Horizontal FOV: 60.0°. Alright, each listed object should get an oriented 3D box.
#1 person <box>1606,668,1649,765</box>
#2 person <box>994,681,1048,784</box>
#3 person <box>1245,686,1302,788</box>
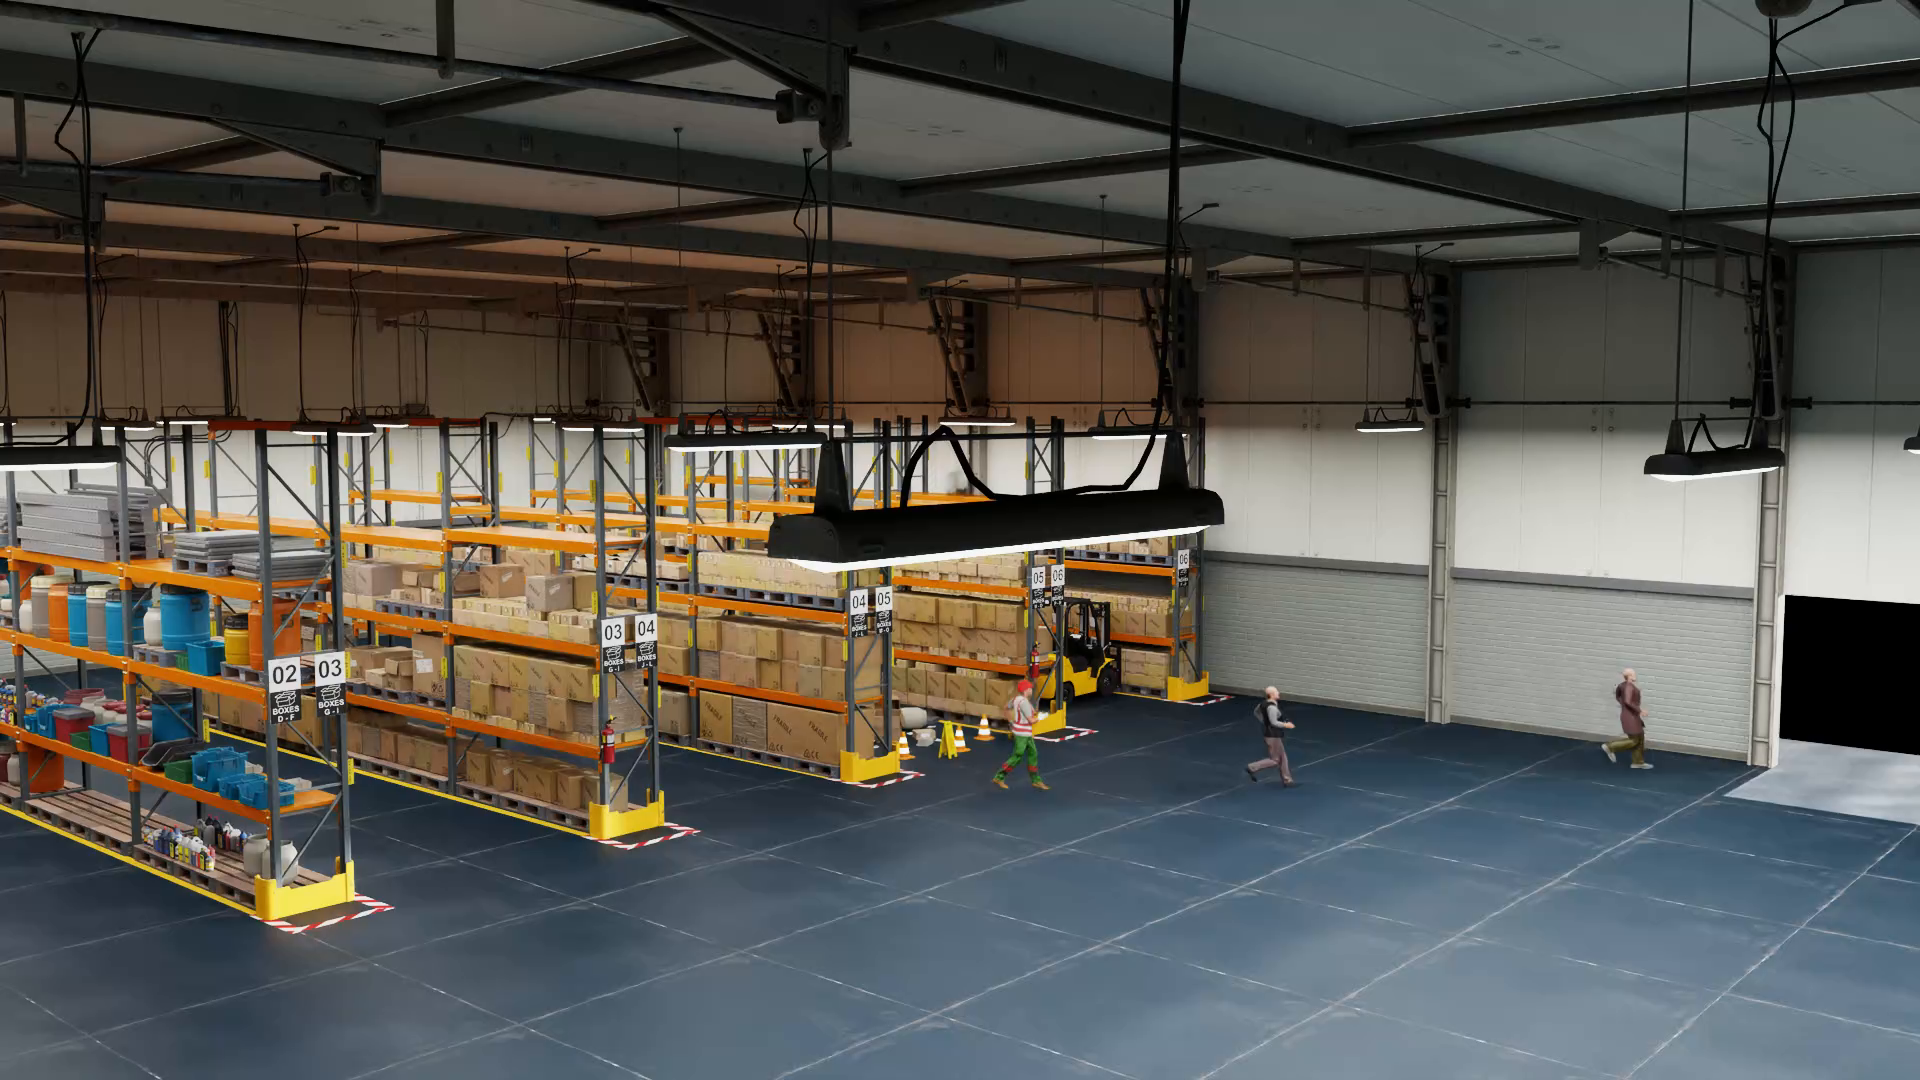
[{"bbox_3d":[11.486,3.036,28.649,0.673,1.670,0.726,1,5,13],"label":"person"},{"bbox_3d":[0.974,3.118,26.980,0.881,1.709,0.529,-1,5,-7],"label":"person"},{"bbox_3d":[5.126,3.227,27.185,0.984,1.691,0.677,0,5,-4],"label":"person"}]
